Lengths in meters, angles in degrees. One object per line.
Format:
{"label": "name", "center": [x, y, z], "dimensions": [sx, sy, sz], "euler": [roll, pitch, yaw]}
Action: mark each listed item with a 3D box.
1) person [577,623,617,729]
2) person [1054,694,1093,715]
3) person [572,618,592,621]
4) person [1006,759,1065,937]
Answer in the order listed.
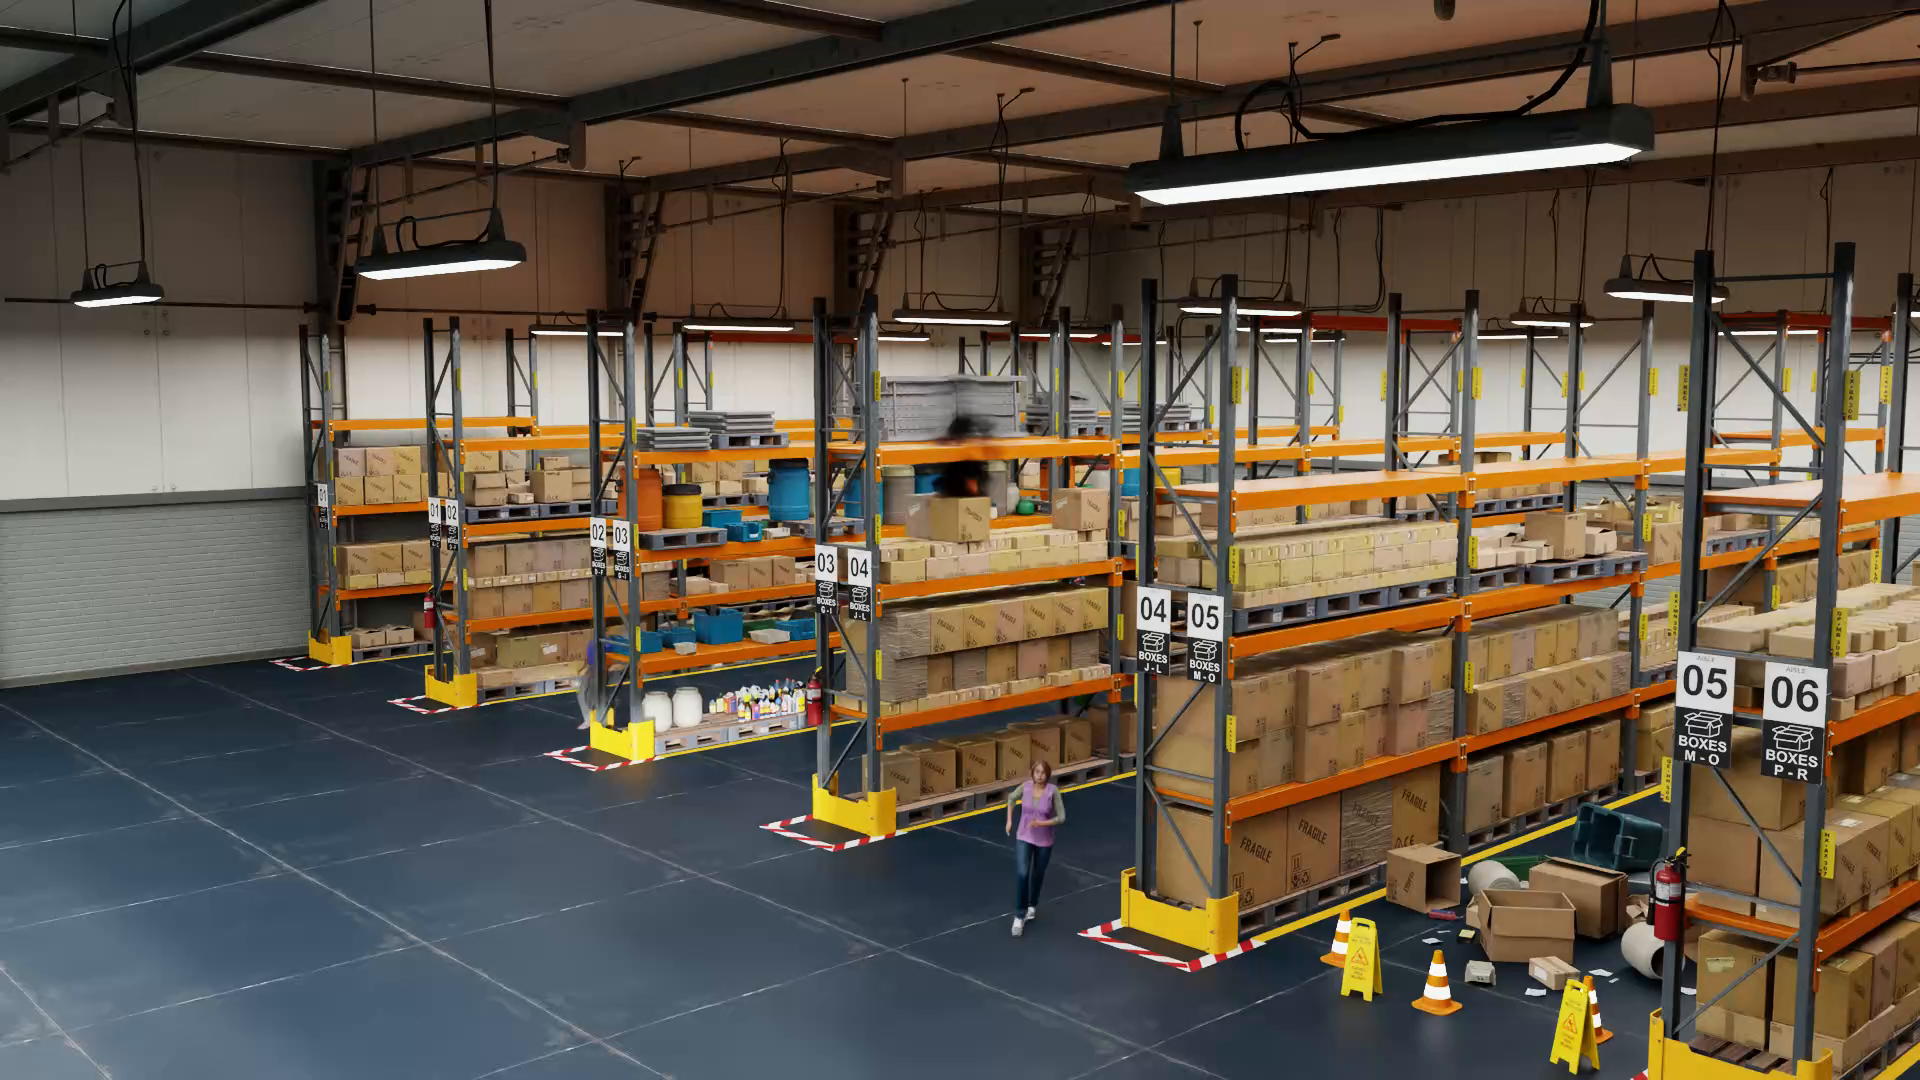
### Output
{"label": "person", "center": [-5.221, 1.954, 24.155], "dimensions": [0.615, 1.615, 0.585], "euler": [5, 8, 41]}
{"label": "person", "center": [1.595, 1.910, 23.417], "dimensions": [0.607, 1.792, 0.956], "euler": [5, 8, 42]}
{"label": "person", "center": [-6.681, 1.401, 29.532], "dimensions": [0.594, 1.598, 0.585], "euler": [4, 7, 37]}
{"label": "person", "center": [0.701, 2.824, 15.445], "dimensions": [0.546, 1.624, 0.622], "euler": [0, 6, 2]}
